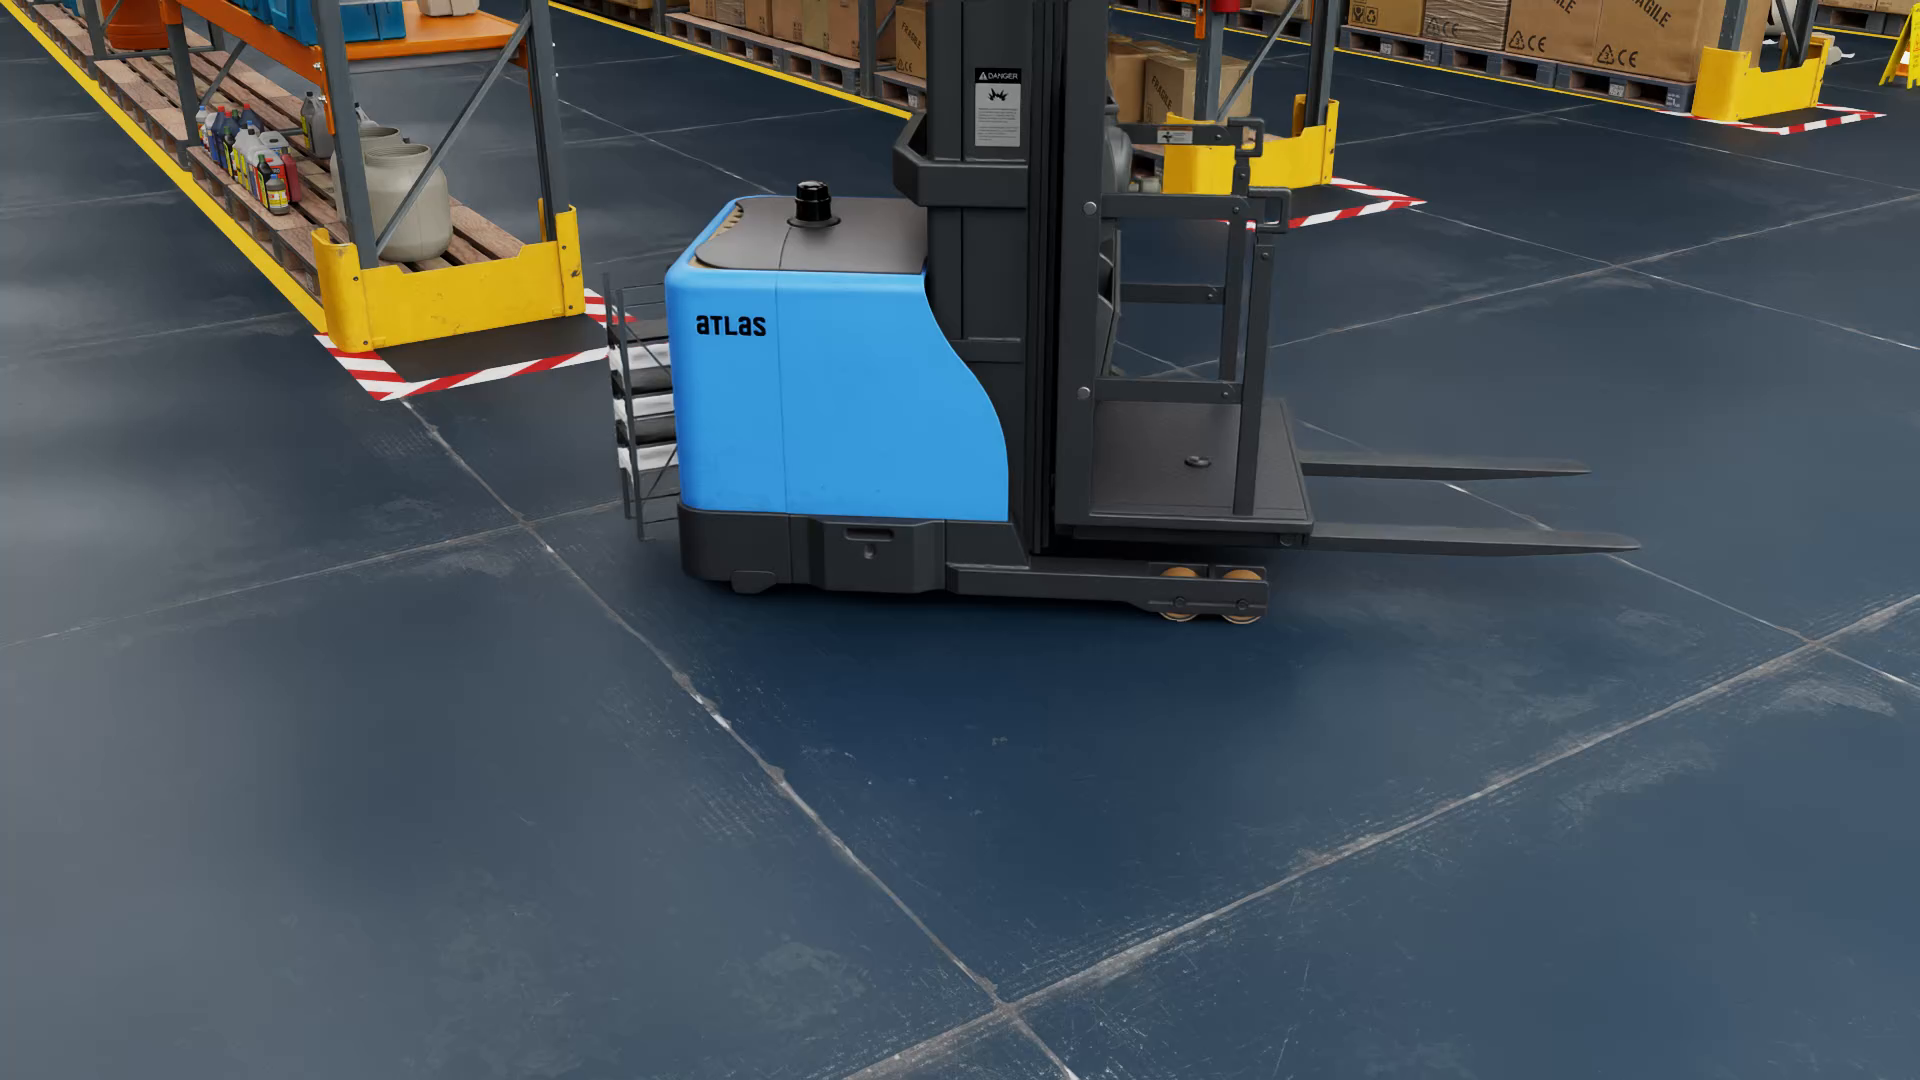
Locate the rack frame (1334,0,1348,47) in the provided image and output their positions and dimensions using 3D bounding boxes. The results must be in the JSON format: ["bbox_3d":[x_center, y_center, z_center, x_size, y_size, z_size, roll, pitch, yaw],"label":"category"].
[{"bbox_3d":[3.873,-6.080,15.115,1.000,3.000,0.127,-16,29,-30],"label":"rack frame"}]

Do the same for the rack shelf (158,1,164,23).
[{"bbox_3d":[-5.580,-4.196,11.967,1.077,0.370,4.000,-16,29,-30],"label":"rack shelf"}]

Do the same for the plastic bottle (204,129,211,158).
[{"bbox_3d":[-4.570,-2.450,10.189,0.097,0.201,0.097,0,25,0],"label":"plastic bottle"}]

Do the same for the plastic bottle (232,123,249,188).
[{"bbox_3d":[-4.060,-2.202,9.488,0.144,0.351,0.185,-16,30,-30],"label":"plastic bottle"}]

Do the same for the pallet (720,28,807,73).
[{"bbox_3d":[-1.435,-4.414,14.852,1.003,0.211,1.213,-16,29,-30],"label":"pallet"}]

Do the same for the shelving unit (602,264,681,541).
[{"bbox_3d":[-1.039,-0.463,5.676,0.258,0.900,0.210,-10,27,-21],"label":"shelving unit"}]

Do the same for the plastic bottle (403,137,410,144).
[{"bbox_3d":[-3.141,-2.152,9.461,0.061,0.283,0.133,-15,29,-29],"label":"plastic bottle"}]

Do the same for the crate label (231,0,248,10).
[{"bbox_3d":[-3.536,-2.986,8.520,0.502,0.435,0.616,-16,29,-30],"label":"crate label"}]

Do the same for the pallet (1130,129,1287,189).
[{"bbox_3d":[1.390,-2.594,10.998,1.003,0.211,1.213,-16,29,-30],"label":"pallet"}]

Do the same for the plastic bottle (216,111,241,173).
[{"bbox_3d":[-4.292,-2.354,9.810,0.144,0.351,0.185,-17,30,-32],"label":"plastic bottle"}]

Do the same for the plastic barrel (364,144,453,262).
[{"bbox_3d":[-2.728,-1.657,8.169,0.421,0.512,0.421,0,25,0],"label":"plastic barrel"}]

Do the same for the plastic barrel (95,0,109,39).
[{"bbox_3d":[-7.336,-4.653,14.516,0.421,0.512,0.421,0,25,0],"label":"plastic barrel"}]

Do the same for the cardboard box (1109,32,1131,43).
[{"bbox_3d":[0.838,-3.250,11.557,0.500,0.500,0.500,-13,28,-25],"label":"cardboard box"}]

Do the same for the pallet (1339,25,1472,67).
[{"bbox_3d":[4.222,-4.528,15.095,1.003,0.211,1.213,-16,29,-30],"label":"pallet"}]

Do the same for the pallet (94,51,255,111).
[{"bbox_3d":[-6.281,-3.689,13.317,1.003,0.211,1.213,-16,29,-30],"label":"pallet"}]

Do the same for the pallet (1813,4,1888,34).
[{"bbox_3d":[9.031,-5.340,16.813,1.003,0.211,1.213,-16,29,-30],"label":"pallet"}]

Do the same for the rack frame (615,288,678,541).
[{"bbox_3d":[-0.999,-0.423,5.592,0.240,0.900,0.006,-10,27,-21],"label":"rack frame"}]

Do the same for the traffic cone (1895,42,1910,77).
[{"bbox_3d":[8.088,-4.164,14.029,0.336,0.463,0.334,-16,29,-30],"label":"traffic cone"}]

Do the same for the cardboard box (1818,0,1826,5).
[{"bbox_3d":[8.653,-5.564,16.752,0.500,0.250,0.500,-16,30,-30],"label":"cardboard box"}]

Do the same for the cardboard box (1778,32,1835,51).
[{"bbox_3d":[7.741,-4.547,15.208,0.380,0.149,0.250,-1,25,-3],"label":"cardboard box"}]

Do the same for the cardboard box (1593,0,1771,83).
[{"bbox_3d":[5.631,-4.105,12.929,0.875,0.875,0.875,-15,29,-29],"label":"cardboard box"}]

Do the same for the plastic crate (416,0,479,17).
[{"bbox_3d":[-2.523,-2.651,8.160,0.298,0.136,0.250,-16,29,-30],"label":"plastic crate"}]

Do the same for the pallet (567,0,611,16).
[{"bbox_3d":[-3.551,-5.865,17.927,1.003,0.211,1.213,-16,29,-30],"label":"pallet"}]

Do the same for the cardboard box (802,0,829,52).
[{"bbox_3d":[-0.900,-4.428,14.029,0.700,0.500,0.500,-16,29,-30],"label":"cardboard box"}]

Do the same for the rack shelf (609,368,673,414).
[{"bbox_3d":[-1.039,-0.514,5.652,0.258,0.077,0.200,-10,27,-21],"label":"rack shelf"}]

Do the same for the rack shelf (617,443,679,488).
[{"bbox_3d":[-1.039,-0.270,5.767,0.258,0.077,0.200,-10,27,-21],"label":"rack shelf"}]

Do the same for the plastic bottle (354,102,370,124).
[{"bbox_3d":[-3.614,-2.459,10.033,0.144,0.351,0.185,-16,29,-30],"label":"plastic bottle"}]

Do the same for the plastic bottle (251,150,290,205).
[{"bbox_3d":[-3.789,-1.993,9.134,0.152,0.276,0.135,-15,29,-29],"label":"plastic bottle"}]

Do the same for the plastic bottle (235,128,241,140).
[{"bbox_3d":[-4.180,-2.274,9.734,0.097,0.271,0.097,0,25,0],"label":"plastic bottle"}]

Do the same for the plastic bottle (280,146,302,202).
[{"bbox_3d":[-3.700,-2.022,9.185,0.061,0.283,0.133,-16,29,-30],"label":"plastic bottle"}]

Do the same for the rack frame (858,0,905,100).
[{"bbox_3d":[-0.338,-4.960,12.743,1.000,3.000,0.127,-16,29,-30],"label":"rack frame"}]

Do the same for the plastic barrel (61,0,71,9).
[{"bbox_3d":[-8.573,-5.709,16.297,0.600,0.901,0.708,-16,29,-30],"label":"plastic barrel"}]

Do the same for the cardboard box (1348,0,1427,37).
[{"bbox_3d":[4.157,-5.067,14.967,0.875,0.875,0.875,-15,29,-29],"label":"cardboard box"}]

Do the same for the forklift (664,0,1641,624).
[{"bbox_3d":[0.645,-1.301,5.072,3.031,2.935,1.130,2,25,5],"label":"forklift"}]

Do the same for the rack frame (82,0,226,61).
[{"bbox_3d":[-6.672,-5.236,13.328,1.000,3.000,0.127,-16,29,-30],"label":"rack frame"}]

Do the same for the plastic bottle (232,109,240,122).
[{"bbox_3d":[-4.393,-2.476,10.147,0.061,0.283,0.133,-16,29,-30],"label":"plastic bottle"}]

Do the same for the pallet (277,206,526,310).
[{"bbox_3d":[-2.824,-1.422,8.515,1.003,0.211,1.213,-16,29,-30],"label":"pallet"}]

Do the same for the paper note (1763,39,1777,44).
[{"bbox_3d":[7.627,-4.704,15.692,0.148,0.019,0.142,-6,26,-12],"label":"paper note"}]

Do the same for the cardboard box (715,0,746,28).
[{"bbox_3d":[-1.826,-5.029,15.301,0.700,0.500,0.500,-18,31,-34],"label":"cardboard box"}]

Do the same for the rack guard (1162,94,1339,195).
[{"bbox_3d":[1.804,-2.426,10.303,1.175,0.500,0.348,-16,29,-30],"label":"rack guard"}]

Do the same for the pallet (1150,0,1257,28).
[{"bbox_3d":[2.718,-5.514,17.183,1.003,0.211,1.213,-16,29,-30],"label":"pallet"}]

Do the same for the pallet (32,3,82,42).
[{"bbox_3d":[-8.469,-5.120,16.349,1.003,0.211,1.213,-16,29,-30],"label":"pallet"}]
